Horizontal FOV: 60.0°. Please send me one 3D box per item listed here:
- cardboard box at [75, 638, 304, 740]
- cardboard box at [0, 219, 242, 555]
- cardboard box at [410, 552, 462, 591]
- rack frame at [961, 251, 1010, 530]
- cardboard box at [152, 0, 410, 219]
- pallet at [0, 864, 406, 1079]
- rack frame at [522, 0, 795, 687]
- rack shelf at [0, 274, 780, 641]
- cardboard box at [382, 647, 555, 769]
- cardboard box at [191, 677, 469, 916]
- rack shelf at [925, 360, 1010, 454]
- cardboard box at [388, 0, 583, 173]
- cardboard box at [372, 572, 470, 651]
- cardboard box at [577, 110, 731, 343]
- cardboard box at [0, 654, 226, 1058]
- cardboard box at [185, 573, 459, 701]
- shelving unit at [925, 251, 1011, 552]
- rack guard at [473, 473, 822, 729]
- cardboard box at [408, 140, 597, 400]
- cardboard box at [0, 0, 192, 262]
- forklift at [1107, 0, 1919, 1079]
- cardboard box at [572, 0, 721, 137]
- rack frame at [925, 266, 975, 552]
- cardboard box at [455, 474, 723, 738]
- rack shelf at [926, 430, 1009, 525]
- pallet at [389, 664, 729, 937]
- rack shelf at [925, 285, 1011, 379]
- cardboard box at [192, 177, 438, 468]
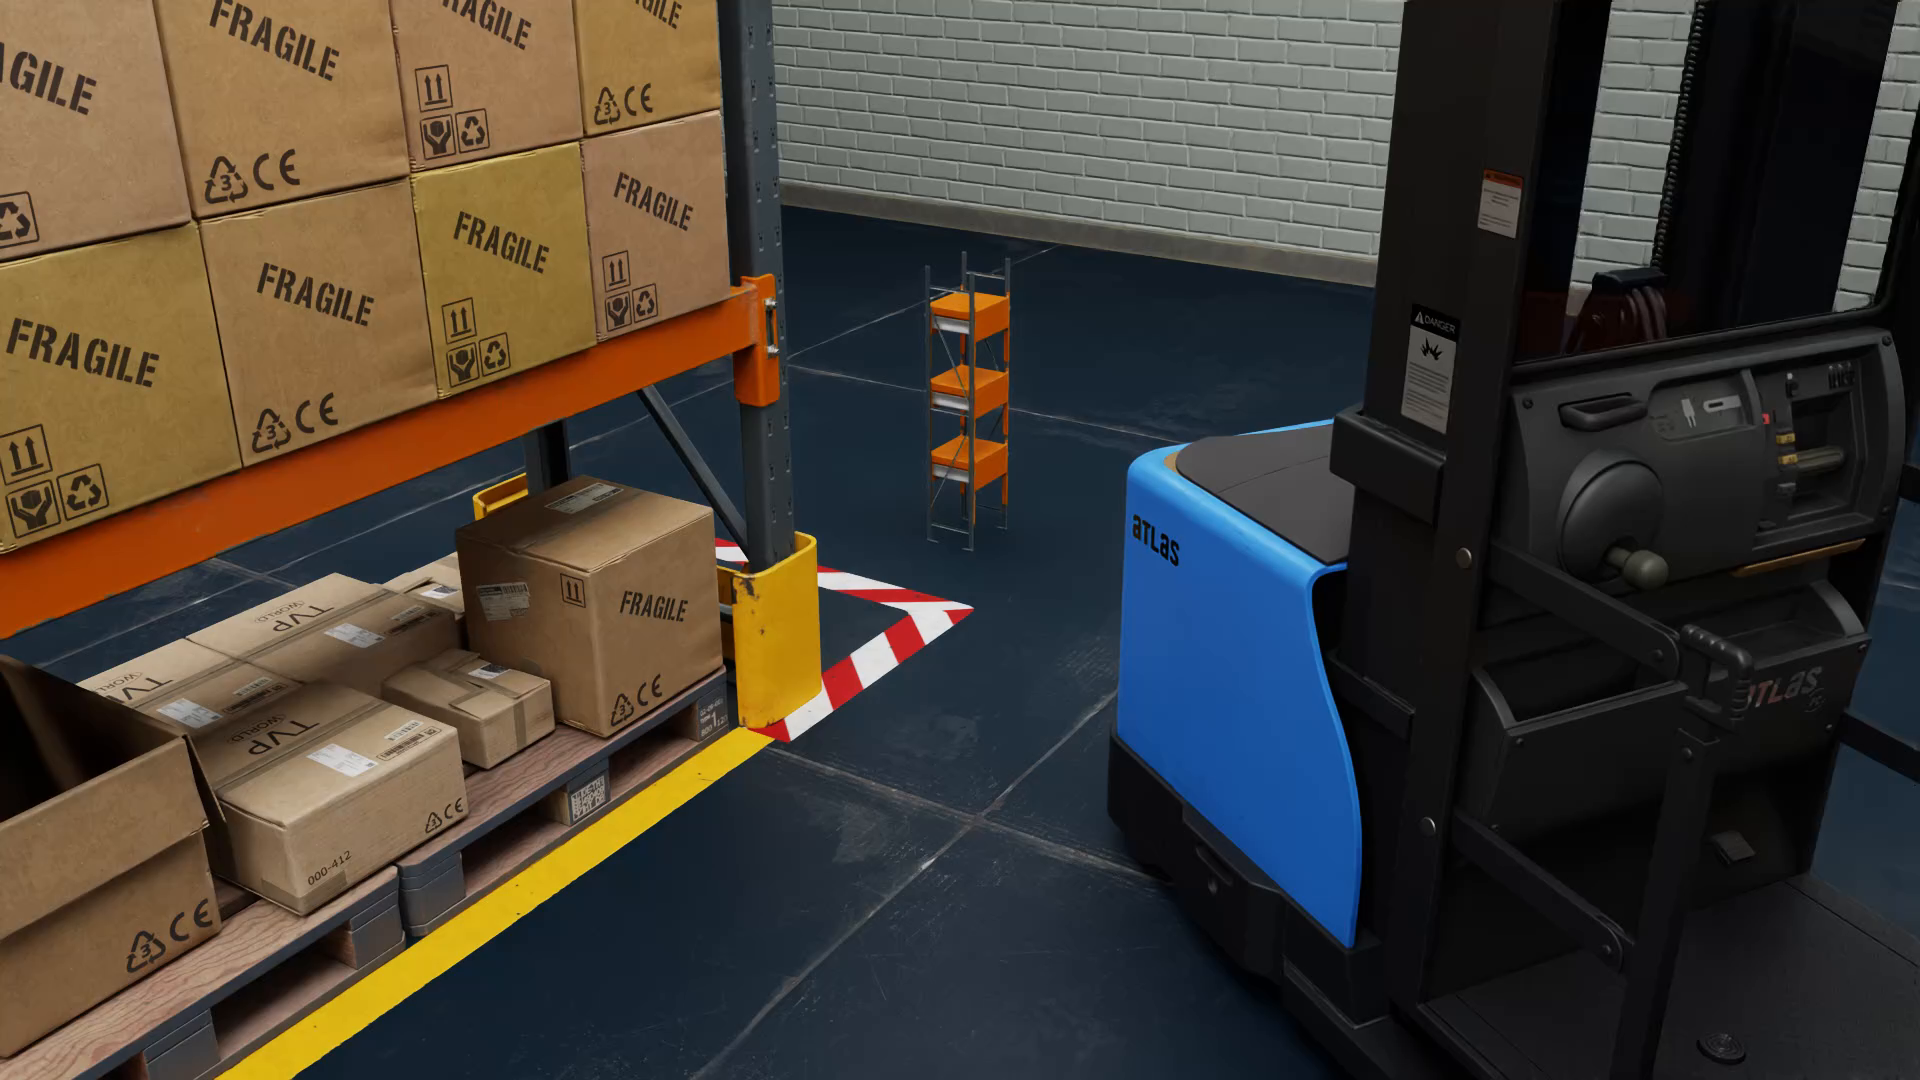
[{"bbox_3d":[-2.008,0.511,4.201,0.500,0.250,0.500,14,27,29],"label":"cardboard box"},{"bbox_3d":[-1.762,-0.335,3.123,0.500,0.500,0.500,13,27,28],"label":"cardboard box"},{"bbox_3d":[-1.465,0.165,5.128,0.380,0.149,0.250,14,27,29],"label":"cardboard box"},{"bbox_3d":[0.093,-0.541,6.178,0.200,1.050,0.008,14,27,29],"label":"rack frame"},{"bbox_3d":[-1.489,-0.961,3.309,0.500,0.500,0.500,15,27,30],"label":"cardboard box"},{"bbox_3d":[-2.057,0.974,3.734,1.003,0.211,1.213,14,27,29],"label":"pallet"},{"bbox_3d":[-0.952,-1.011,4.809,1.000,3.000,0.127,14,27,29],"label":"rack frame"},{"bbox_3d":[-2.007,-0.005,3.392,1.077,0.370,4.000,14,27,29],"label":"rack shelf"},{"bbox_3d":[-1.320,0.441,4.469,0.380,0.166,0.250,14,27,29],"label":"cardboard box"},{"bbox_3d":[-1.556,0.599,3.998,0.500,0.250,0.500,14,27,29],"label":"cardboard box"},{"bbox_3d":[0.028,-0.490,6.087,0.215,0.259,0.240,14,27,29],"label":"rack shelf"},{"bbox_3d":[-1.219,-1.137,3.716,0.500,0.500,0.500,15,27,30],"label":"cardboard box"},{"bbox_3d":[-1.597,0.241,4.929,0.380,0.166,0.250,14,27,29],"label":"cardboard box"},{"bbox_3d":[-0.957,-0.848,4.308,0.500,0.500,0.500,15,27,31],"label":"cardboard box"},{"bbox_3d":[-2.076,0.648,3.566,0.797,0.503,0.637,14,27,29],"label":"cardboard box"},{"bbox_3d":[-1.744,0.342,4.591,0.500,0.250,0.500,14,27,29],"label":"cardboard box"},{"bbox_3d":[0.028,-0.500,6.083,0.215,1.050,0.252,14,27,29],"label":"shelving unit"},{"bbox_3d":[-0.992,0.162,5.246,1.175,0.500,0.348,14,27,29],"label":"rack guard"},{"bbox_3d":[-1.228,-0.672,3.902,0.500,0.500,0.500,14,27,29],"label":"cardboard box"},{"bbox_3d":[-1.760,-0.788,2.909,0.500,0.500,0.500,15,27,31],"label":"cardboard box"},{"bbox_3d":[1.467,-0.124,2.847,1.130,2.935,3.031,-10,26,-23],"label":"forklift"},{"bbox_3d":[-0.954,-1.308,4.110,0.500,0.500,0.500,14,27,29],"label":"cardboard box"},{"bbox_3d":[-0.036,-0.459,5.988,0.200,1.050,0.008,14,27,29],"label":"rack frame"},{"bbox_3d":[-1.030,0.170,4.675,0.500,0.500,0.500,14,27,29],"label":"cardboard box"},{"bbox_3d":[0.028,-0.235,6.198,0.215,0.259,0.240,14,27,29],"label":"rack shelf"},{"bbox_3d":[-1.412,0.564,4.682,1.003,0.211,1.213,14,27,29],"label":"pallet"},{"bbox_3d":[0.028,-0.751,5.975,0.215,0.259,0.240,14,27,29],"label":"rack shelf"},{"bbox_3d":[-1.496,-0.505,3.516,0.500,0.500,0.500,14,27,29],"label":"cardboard box"}]
